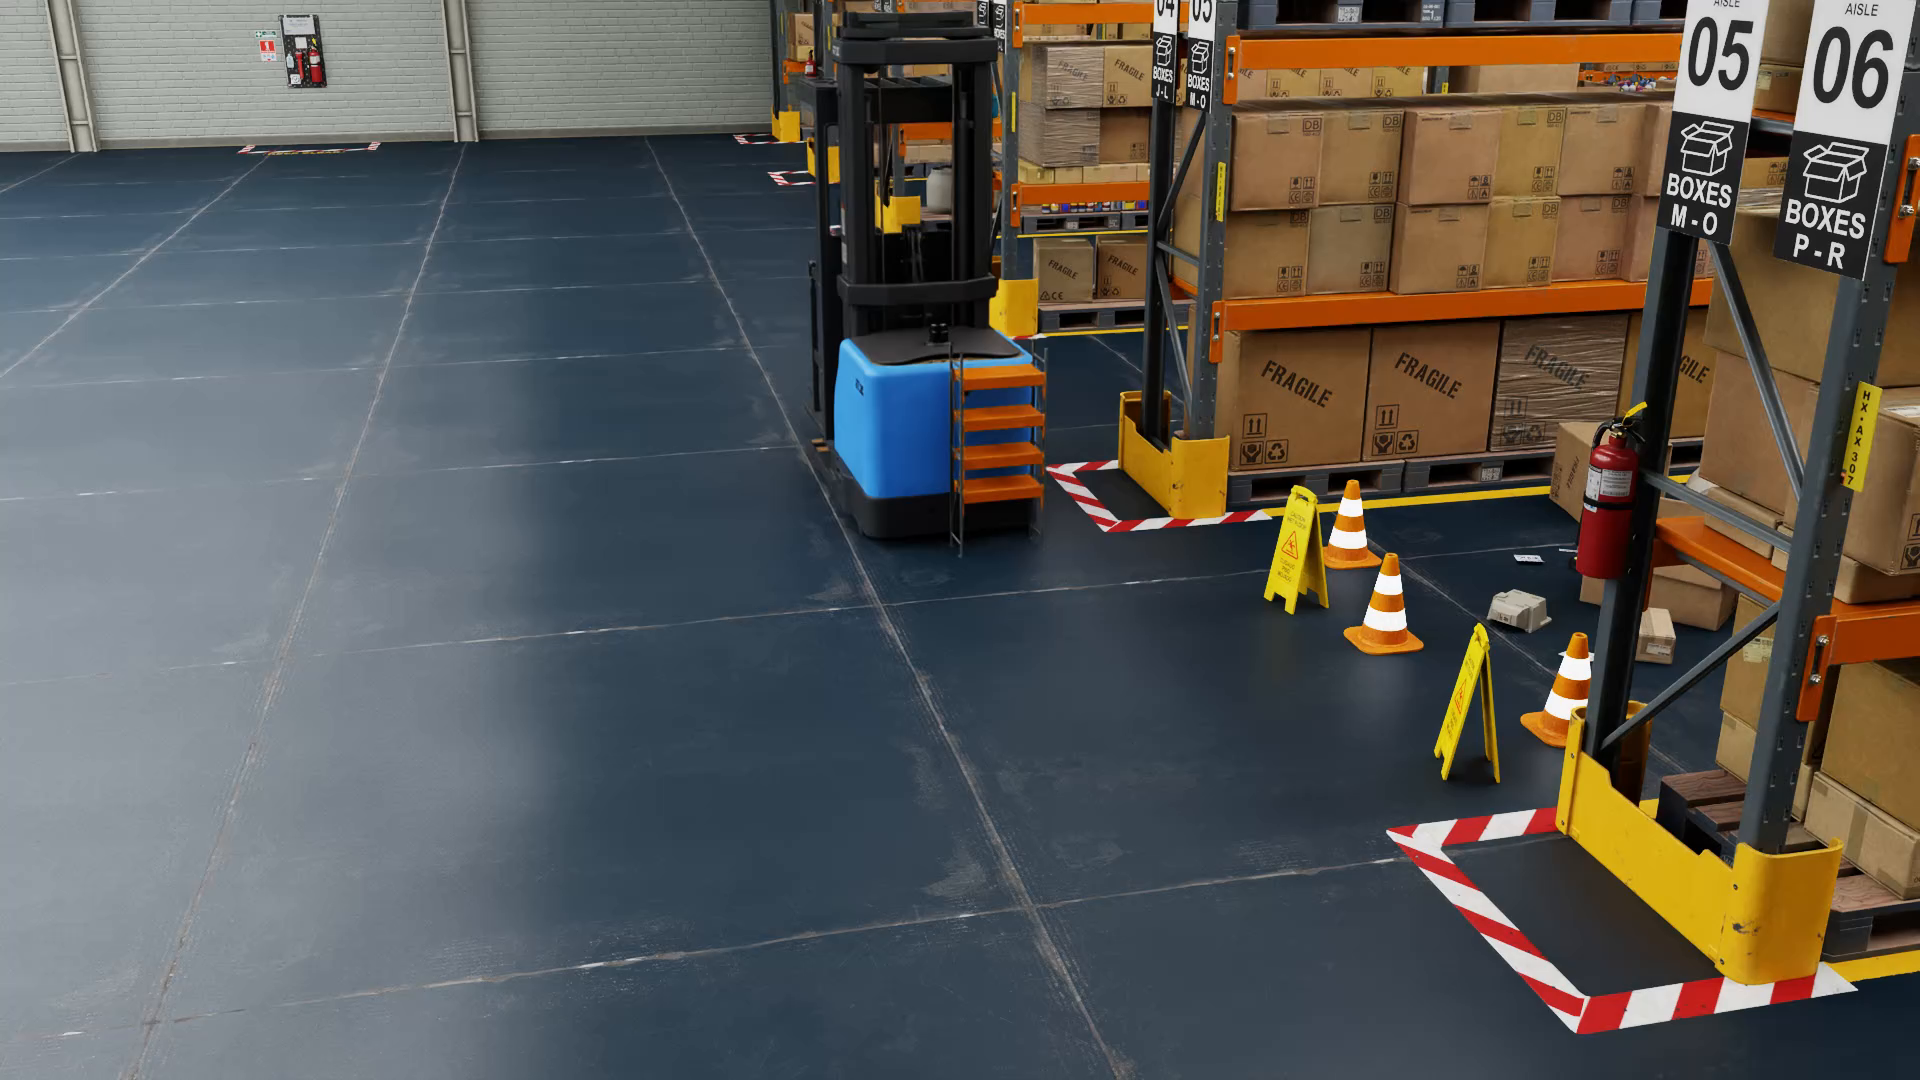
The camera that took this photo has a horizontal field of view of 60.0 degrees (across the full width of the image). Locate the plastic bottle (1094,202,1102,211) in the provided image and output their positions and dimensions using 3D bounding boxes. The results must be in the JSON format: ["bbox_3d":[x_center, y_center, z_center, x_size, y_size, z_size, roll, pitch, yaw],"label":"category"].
[{"bbox_3d":[1.652,-4.079,19.917,0.097,0.271,0.097,0,20,0],"label":"plastic bottle"}]

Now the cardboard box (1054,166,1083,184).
[{"bbox_3d":[0.908,-3.244,14.674,0.250,0.149,0.380,-5,21,-12],"label":"cardboard box"}]

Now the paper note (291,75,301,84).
[{"bbox_3d":[-11.050,-7.663,27.652,0.142,0.148,0.016,-5,21,-12],"label":"paper note"}]

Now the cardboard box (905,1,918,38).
[{"bbox_3d":[-0.929,-7.458,23.783,0.500,0.500,0.700,-5,21,-14],"label":"cardboard box"}]

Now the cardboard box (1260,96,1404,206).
[{"bbox_3d":[2.255,-2.406,10.233,0.550,0.550,0.875,-5,21,-12],"label":"cardboard box"}]

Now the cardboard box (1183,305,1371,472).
[{"bbox_3d":[2.016,-1.013,10.697,0.875,0.875,0.875,-5,21,-12],"label":"cardboard box"}]

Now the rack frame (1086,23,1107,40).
[{"bbox_3d":[1.945,-7.039,24.668,0.127,3.000,1.000,-5,21,-12],"label":"rack frame"}]

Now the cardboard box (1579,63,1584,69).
[{"bbox_3d":[10.157,-7.844,26.722,0.500,0.500,0.500,-4,21,-12],"label":"cardboard box"}]

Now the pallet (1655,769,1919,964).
[{"bbox_3d":[3.481,1.162,6.335,1.213,0.211,1.003,-5,21,-12],"label":"pallet"}]

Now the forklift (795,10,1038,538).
[{"bbox_3d":[-0.414,-1.861,10.632,1.130,2.935,3.031,-5,21,-14],"label":"forklift"}]

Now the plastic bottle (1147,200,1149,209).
[{"bbox_3d":[2.334,-4.180,20.077,0.185,0.351,0.144,-6,21,-15],"label":"plastic bottle"}]

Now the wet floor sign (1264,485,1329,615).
[{"bbox_3d":[1.798,0.033,8.786,0.232,0.644,0.267,-8,22,-22],"label":"wet floor sign"}]

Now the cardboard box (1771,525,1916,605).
[{"bbox_3d":[2.987,0.072,5.623,0.250,0.149,0.380,-5,21,-12],"label":"cardboard box"}]

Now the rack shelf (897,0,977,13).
[{"bbox_3d":[1.135,-6.293,19.317,4.000,0.370,1.077,-5,21,-12],"label":"rack shelf"}]

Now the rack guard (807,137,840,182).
[{"bbox_3d":[-1.971,-5.546,24.229,0.348,0.500,1.175,-5,21,-12],"label":"rack guard"}]

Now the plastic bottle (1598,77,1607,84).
[{"bbox_3d":[8.381,-5.907,21.750,0.133,0.283,0.061,-5,21,-12],"label":"plastic bottle"}]

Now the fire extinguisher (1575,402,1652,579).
[{"bbox_3d":[2.391,-0.197,6.105,0.183,0.674,0.296,-5,21,-12],"label":"fire extinguisher"}]

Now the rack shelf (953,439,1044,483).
[{"bbox_3d":[0.214,-0.452,9.499,0.480,0.148,0.258,-5,21,-15],"label":"rack shelf"}]

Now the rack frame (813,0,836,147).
[{"bbox_3d":[-1.948,-6.722,23.804,0.127,3.000,1.000,-5,21,-12],"label":"rack frame"}]

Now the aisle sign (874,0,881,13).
[{"bbox_3d":[-0.950,-6.378,19.086,0.004,0.787,0.394,-5,21,-12],"label":"aisle sign"}]

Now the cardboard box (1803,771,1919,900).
[{"bbox_3d":[3.457,1.034,6.018,0.500,0.250,0.500,-5,21,-13],"label":"cardboard box"}]

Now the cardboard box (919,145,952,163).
[{"bbox_3d":[-0.402,-5.676,24.336,0.500,0.250,0.500,-5,21,-12],"label":"cardboard box"}]

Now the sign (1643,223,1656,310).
[{"bbox_3d":[2.500,-0.968,5.953,0.005,0.325,0.100,-5,21,-12],"label":"sign"}]

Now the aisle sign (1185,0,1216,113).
[{"bbox_3d":[1.371,-2.852,9.460,0.004,0.787,0.394,-5,21,-12],"label":"aisle sign"}]

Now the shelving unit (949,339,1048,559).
[{"bbox_3d":[0.214,-0.515,9.476,0.503,1.200,0.258,-5,21,-15],"label":"shelving unit"}]

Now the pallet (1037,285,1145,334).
[{"bbox_3d":[1.201,-2.155,15.390,1.213,0.211,1.003,-5,21,-12],"label":"pallet"}]

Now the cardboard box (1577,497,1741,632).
[{"bbox_3d":[3.735,0.097,8.818,0.797,0.503,0.637,14,25,34],"label":"cardboard box"}]

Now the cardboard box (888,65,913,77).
[{"bbox_3d":[-0.981,-6.845,23.994,0.500,0.500,0.700,-4,21,-11],"label":"cardboard box"}]

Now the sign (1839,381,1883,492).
[{"bbox_3d":[2.733,-0.313,5.051,0.005,0.325,0.100,-5,21,-12],"label":"sign"}]

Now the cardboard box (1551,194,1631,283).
[{"bbox_3d":[3.825,-2.037,10.796,0.550,0.550,0.875,-5,21,-12],"label":"cardboard box"}]

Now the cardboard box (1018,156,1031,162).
[{"bbox_3d":[0.558,-3.379,15.044,0.250,0.149,0.380,-5,21,-12],"label":"cardboard box"}]

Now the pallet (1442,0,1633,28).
[{"bbox_3d":[3.280,-3.264,10.133,1.213,0.211,1.003,-5,21,-12],"label":"pallet"}]

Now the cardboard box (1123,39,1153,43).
[{"bbox_3d":[1.779,-4.268,15.074,0.500,0.500,0.500,-5,21,-12],"label":"cardboard box"}]

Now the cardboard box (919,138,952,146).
[{"bbox_3d":[-0.405,-6.032,24.218,0.500,0.500,0.500,-5,21,-12],"label":"cardboard box"}]

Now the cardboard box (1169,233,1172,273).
[{"bbox_3d":[2.127,-2.575,15.507,0.500,0.500,0.500,-3,20,-7],"label":"cardboard box"}]

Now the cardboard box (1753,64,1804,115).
[{"bbox_3d":[2.891,-1.501,5.555,0.250,0.149,0.380,-5,21,-12],"label":"cardboard box"}]

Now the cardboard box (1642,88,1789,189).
[{"bbox_3d":[4.897,-2.614,10.801,0.550,0.550,0.875,-5,21,-12],"label":"cardboard box"}]

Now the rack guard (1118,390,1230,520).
[{"bbox_3d":[1.348,-0.562,10.622,0.348,0.500,1.175,-5,21,-12],"label":"rack guard"}]

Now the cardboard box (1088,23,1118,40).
[{"bbox_3d":[2.483,-9.083,29.465,0.500,0.500,0.700,-2,20,-5],"label":"cardboard box"}]

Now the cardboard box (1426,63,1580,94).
[{"bbox_3d":[5.026,-4.217,15.484,1.000,1.000,1.000,-5,21,-12],"label":"cardboard box"}]

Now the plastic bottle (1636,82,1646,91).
[{"bbox_3d":[8.604,-5.644,21.032,0.133,0.283,0.061,-5,21,-12],"label":"plastic bottle"}]

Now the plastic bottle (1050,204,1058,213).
[{"bbox_3d":[1.125,-4.004,19.812,0.097,0.201,0.097,0,20,0],"label":"plastic bottle"}]

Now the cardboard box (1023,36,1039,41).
[{"bbox_3d":[0.979,-7.235,24.117,0.250,0.149,0.380,-5,21,-13],"label":"cardboard box"}]

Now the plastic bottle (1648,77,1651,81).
[{"bbox_3d":[9.082,-5.952,21.890,0.097,0.271,0.097,0,20,0],"label":"plastic bottle"}]

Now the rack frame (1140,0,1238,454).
[{"bbox_3d":[1.371,-1.737,10.197,0.127,3.000,1.000,-5,21,-12],"label":"rack frame"}]

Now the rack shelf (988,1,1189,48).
[{"bbox_3d":[2.274,-4.635,14.791,4.000,0.370,1.077,-5,21,-12],"label":"rack shelf"}]

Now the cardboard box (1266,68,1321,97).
[{"bbox_3d":[2.873,-4.171,14.810,0.500,0.500,0.500,-5,21,-12],"label":"cardboard box"}]

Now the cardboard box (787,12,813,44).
[{"bbox_3d":[-2.682,-8.779,28.519,0.500,0.500,0.500,-5,21,-13],"label":"cardboard box"}]
